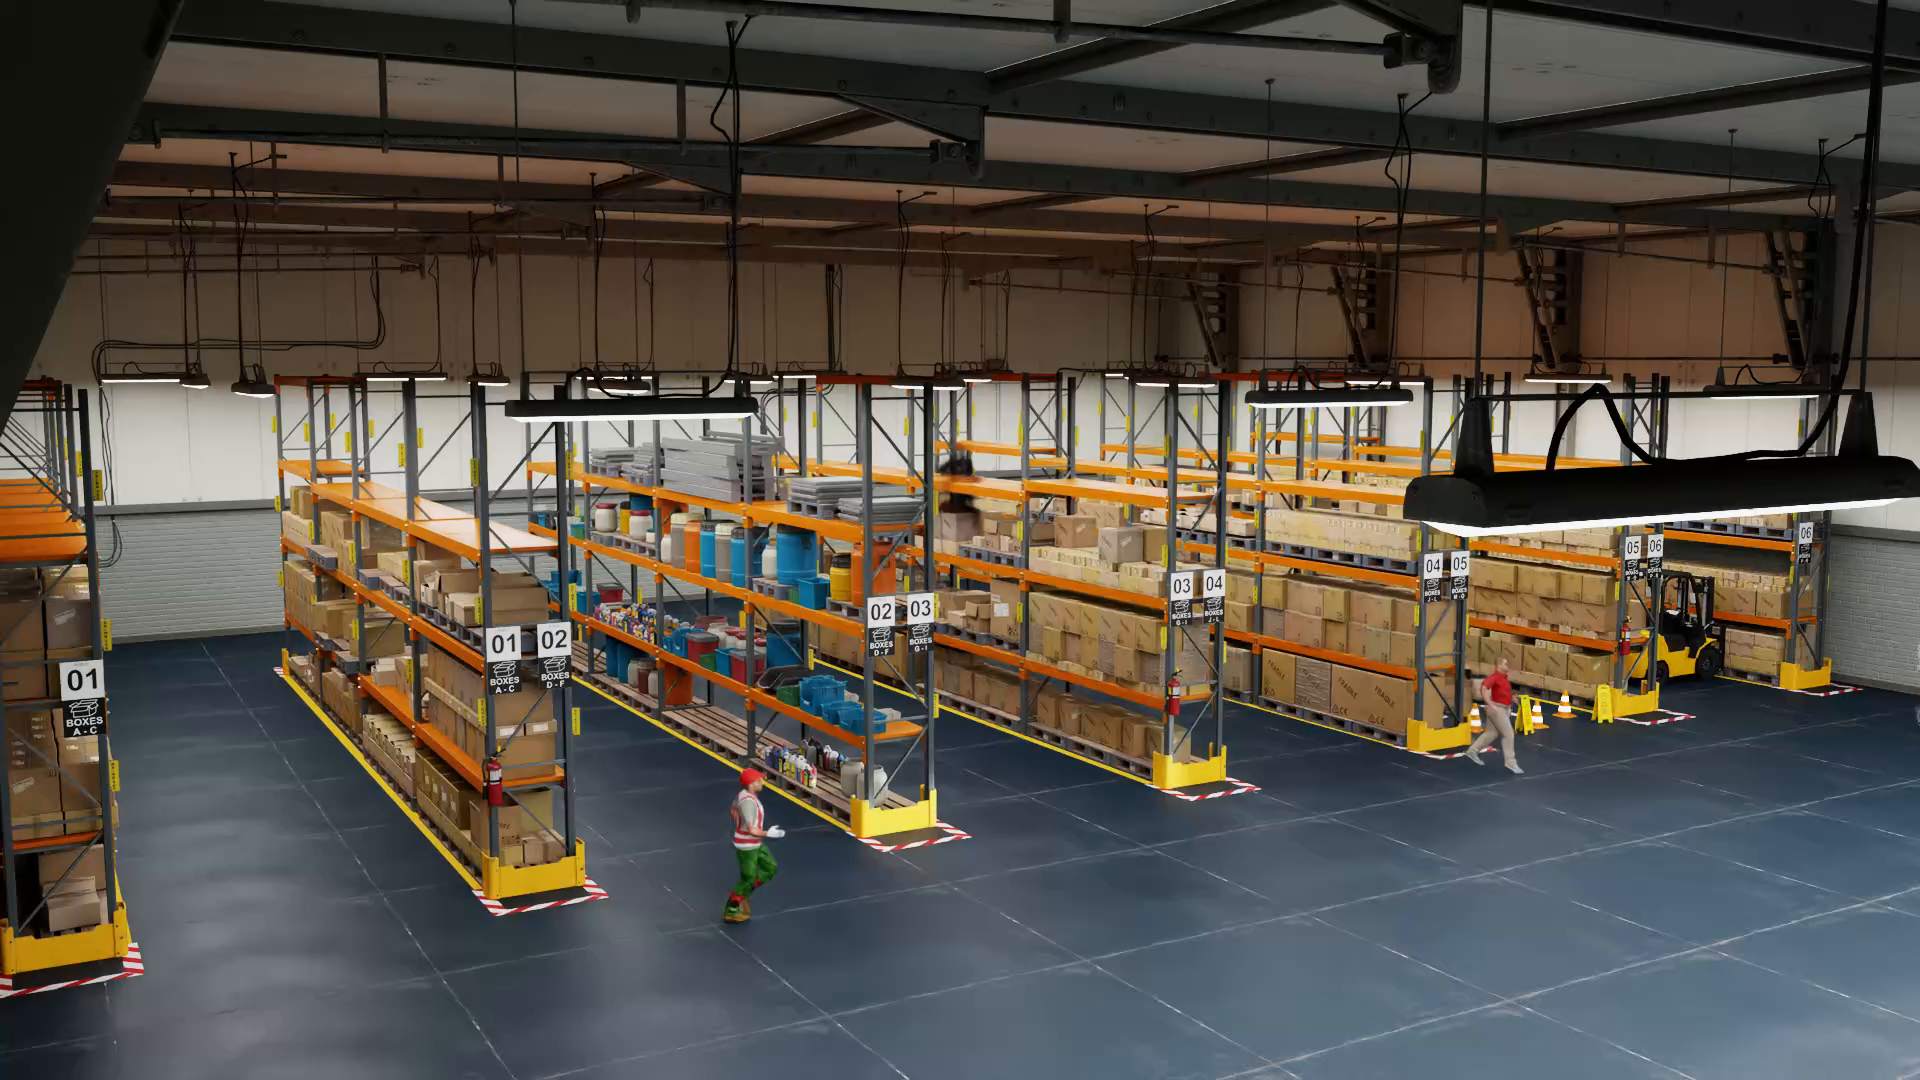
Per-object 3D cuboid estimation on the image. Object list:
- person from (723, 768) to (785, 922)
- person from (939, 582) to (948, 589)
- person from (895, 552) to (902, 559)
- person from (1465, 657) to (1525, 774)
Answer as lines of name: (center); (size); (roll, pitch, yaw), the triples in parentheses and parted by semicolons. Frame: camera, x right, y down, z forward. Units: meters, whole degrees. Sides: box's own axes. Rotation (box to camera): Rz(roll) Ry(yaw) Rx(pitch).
person: (-2.313, 3.410, 18.676); (0.710, 1.739, 0.654); (0, 6, -3)
person: (-0.373, 1.702, 35.138); (0.490, 1.644, 0.777); (-4, 7, -33)
person: (-1.584, 1.130, 40.111); (0.608, 1.692, 0.745); (1, 6, 8)
person: (8.272, 2.681, 25.635); (0.897, 1.769, 0.669); (2, 7, 20)
